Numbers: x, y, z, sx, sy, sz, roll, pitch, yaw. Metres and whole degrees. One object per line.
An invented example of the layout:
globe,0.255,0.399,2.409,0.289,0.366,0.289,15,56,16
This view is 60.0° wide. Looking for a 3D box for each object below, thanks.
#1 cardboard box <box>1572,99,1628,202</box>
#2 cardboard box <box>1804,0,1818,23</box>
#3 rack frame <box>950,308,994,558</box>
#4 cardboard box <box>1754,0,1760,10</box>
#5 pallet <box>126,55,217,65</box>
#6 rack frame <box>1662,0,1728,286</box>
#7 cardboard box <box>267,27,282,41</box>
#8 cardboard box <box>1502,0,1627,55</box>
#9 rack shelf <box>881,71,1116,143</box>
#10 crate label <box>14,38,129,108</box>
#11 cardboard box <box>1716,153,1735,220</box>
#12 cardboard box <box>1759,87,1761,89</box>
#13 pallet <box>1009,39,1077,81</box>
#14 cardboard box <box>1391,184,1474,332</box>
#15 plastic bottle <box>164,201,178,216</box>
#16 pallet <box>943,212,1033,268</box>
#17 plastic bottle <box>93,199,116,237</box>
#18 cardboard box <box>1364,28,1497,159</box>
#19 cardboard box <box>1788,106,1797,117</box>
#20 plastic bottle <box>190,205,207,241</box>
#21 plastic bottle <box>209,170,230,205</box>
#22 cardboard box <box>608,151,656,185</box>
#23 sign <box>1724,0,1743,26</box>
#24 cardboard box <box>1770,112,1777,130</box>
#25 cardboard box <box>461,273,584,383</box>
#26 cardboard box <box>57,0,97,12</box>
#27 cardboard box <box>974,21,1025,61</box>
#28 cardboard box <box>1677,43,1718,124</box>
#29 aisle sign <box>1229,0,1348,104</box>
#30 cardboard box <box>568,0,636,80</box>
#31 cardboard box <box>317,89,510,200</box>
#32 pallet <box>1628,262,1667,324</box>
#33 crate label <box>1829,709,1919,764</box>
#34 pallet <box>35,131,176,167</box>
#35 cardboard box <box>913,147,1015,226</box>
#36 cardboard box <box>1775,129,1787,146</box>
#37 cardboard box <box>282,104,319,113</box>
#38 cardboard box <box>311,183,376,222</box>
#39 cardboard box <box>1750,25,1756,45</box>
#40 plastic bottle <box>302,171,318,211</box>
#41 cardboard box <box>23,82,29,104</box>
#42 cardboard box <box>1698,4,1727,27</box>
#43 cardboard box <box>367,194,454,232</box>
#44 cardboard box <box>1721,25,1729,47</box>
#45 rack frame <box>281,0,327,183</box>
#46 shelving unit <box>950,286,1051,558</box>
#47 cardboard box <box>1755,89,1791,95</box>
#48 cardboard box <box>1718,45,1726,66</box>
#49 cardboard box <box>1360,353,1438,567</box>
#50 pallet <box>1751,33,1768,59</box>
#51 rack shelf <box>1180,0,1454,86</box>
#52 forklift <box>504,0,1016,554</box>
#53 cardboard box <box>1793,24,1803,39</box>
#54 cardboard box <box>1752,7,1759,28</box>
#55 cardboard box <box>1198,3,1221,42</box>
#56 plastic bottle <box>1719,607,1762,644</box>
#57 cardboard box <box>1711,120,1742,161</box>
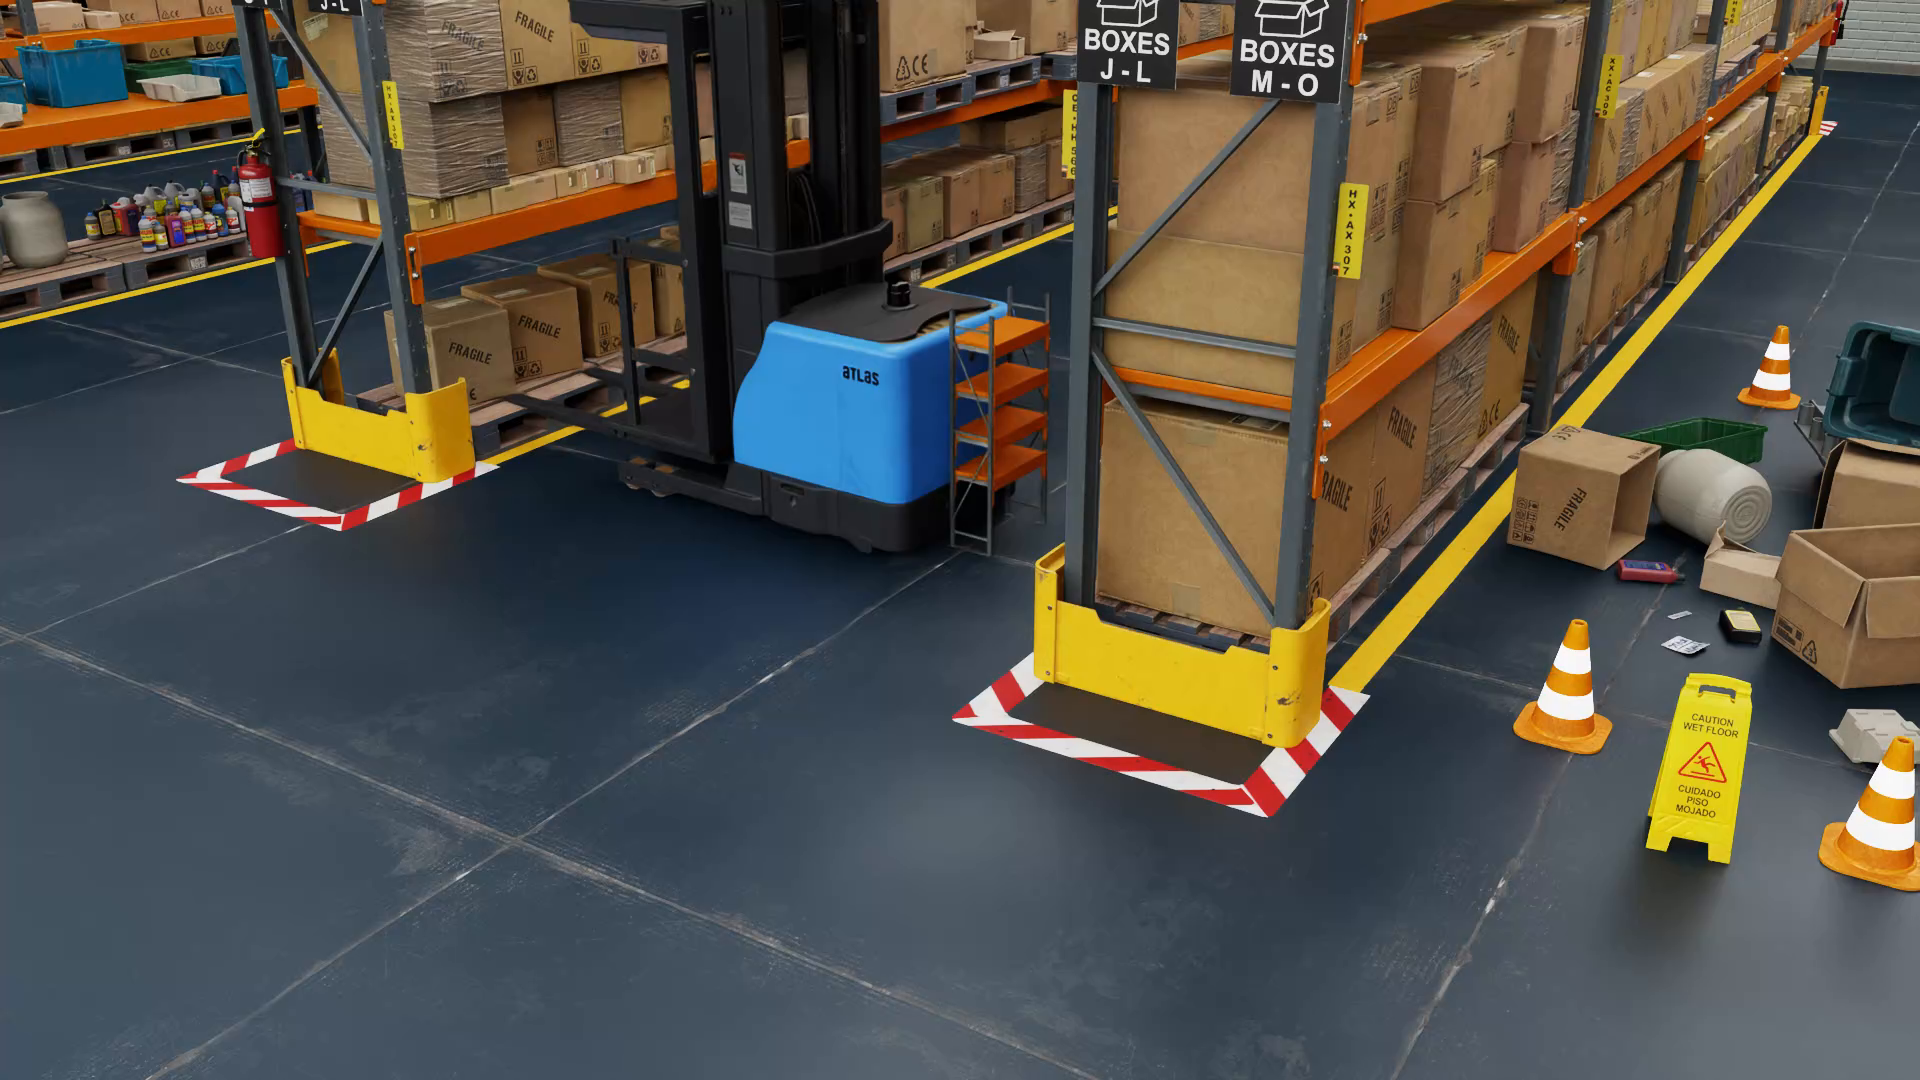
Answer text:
cardboard box,3.498,-2.271,9.593,0.500,0.500,0.500,14,27,30
cardboard box,8.239,-5.431,16.520,0.500,0.500,0.500,13,27,28
rack frame,0.055,-0.495,7.883,0.240,1.200,0.015,16,28,32
cardboard box,6.616,-4.629,14.206,0.380,0.149,0.250,13,27,27
pallet,-11.203,-6.612,23.258,1.003,0.211,1.213,14,27,29
rack frame,5.102,-3.454,12.452,1.000,3.000,0.127,14,27,29
cardboard box,-10.271,-7.650,24.323,0.750,0.750,0.750,15,27,31
cardboard box,3.519,-2.951,9.907,0.700,0.500,0.500,13,27,28
rack shelf,-0.113,-3.522,13.516,1.077,0.370,4.000,14,27,29
crate label,-6.745,-3.559,12.651,0.502,0.435,0.616,14,27,29
cardboard box,6.221,-3.029,14.089,0.500,0.500,0.500,13,27,28
cardboard box,8.714,-5.087,18.537,0.380,0.149,0.250,14,27,30
pallet,0.656,-4.176,14.363,1.213,0.211,1.003,14,27,29
cardboard box,1.713,-1.310,7.312,0.875,0.550,0.550,14,27,29
plastic bottle,-6.451,-2.667,13.603,0.097,0.201,0.097,0,23,0
pallet,-0.116,-2.574,13.930,1.003,0.211,1.213,14,27,29
plastic bottle,-6.844,-2.575,13.289,0.061,0.283,0.133,15,27,30
cardboard box,1.903,-2.007,7.562,0.875,0.550,0.500,14,27,29
cardboard box,8.600,-4.501,17.557,0.380,0.149,0.250,15,28,32
plastic bottle,-6.031,-2.511,13.155,0.097,0.271,0.097,0,23,0
plastic bottle,-6.254,-2.952,14.074,0.144,0.351,0.185,13,26,27
cardboard box,-2.052,-2.244,9.974,0.380,0.149,0.250,14,27,29
sign,5.576,-3.870,11.956,0.100,0.325,0.005,14,27,29
cardboard box,7.766,-4.115,16.290,0.380,0.149,0.250,15,28,31
cardboard box,-2.648,-1.289,10.069,0.500,0.500,0.500,-20,31,-39
cardboard box,-9.274,-5.528,17.413,0.396,0.266,0.258,13,27,28
cardboard box,0.292,-4.039,13.444,0.396,0.266,0.258,13,27,27
cardboard box,5.093,-3.291,11.951,0.500,0.500,0.500,14,27,29
aisle sign,1.100,-1.860,5.498,0.394,0.787,0.004,14,27,29
cardboard box,-2.224,-2.933,9.491,0.500,0.500,0.500,14,27,29
cardboard box,-2.965,-2.189,9.031,0.875,0.500,0.500,14,27,29
pallet,4.622,-1.924,12.428,1.003,0.211,1.213,14,27,29
crate label,3.512,0.752,6.341,0.250,0.136,0.298,1,23,2
pallet,-9.227,-4.232,17.759,1.003,0.211,1.213,14,27,29
cardboard box,0.030,-2.969,13.925,0.700,0.500,0.500,16,28,33
cardboard box,8.327,-4.190,17.213,0.380,0.149,0.250,13,27,28
cardboard box,-7.811,-5.132,19.261,0.500,0.250,0.500,14,27,28
cardboard box,-3.303,-1.851,9.067,0.380,0.149,0.250,14,27,29
cardboard box,6.627,-4.354,14.321,0.380,0.149,0.250,13,26,27
plastic bottle,-5.471,-2.924,14.008,0.144,0.351,0.185,13,27,28
cardboard box,-9.612,-4.639,17.418,0.500,0.311,0.500,14,27,29
cardboard box,5.783,-4.093,12.967,0.380,0.149,0.250,14,27,29
cardboard box,-2.925,-1.758,8.852,0.380,0.149,0.250,14,27,29
cardboard box,5.807,-3.971,13.061,0.380,0.149,0.250,13,27,27
rack frame,-5.376,-4.215,14.211,1.000,3.000,0.127,14,27,29
shelving unit,0.194,-0.574,8.067,0.258,1.200,0.503,16,28,32
cardboard box,8.530,-4.650,17.528,0.380,0.149,0.250,13,27,27
cardboard box,5.793,-3.821,13.089,0.380,0.149,0.250,15,28,32
cardboard box,1.646,-0.511,7.801,0.875,0.875,0.875,13,27,28
pallet,6.685,-4.488,15.083,1.003,0.211,1.213,14,27,29
rack shelf,1.937,-2.475,7.321,1.077,0.370,4.000,14,27,29
forklift,-1.207,-1.723,8.541,3.031,2.935,1.130,16,28,32
cardboard box,8.146,-5.081,16.528,0.380,0.149,0.250,14,27,30
cardboard box,6.620,-4.489,14.257,0.380,0.149,0.250,12,26,26
cardboard box,2.232,-5.197,16.352,0.500,0.500,0.500,14,27,29
plastic bottle,3.431,0.366,7.328,0.133,0.061,0.283,5,24,11
cardboard box,6.211,-3.361,13.912,0.500,0.250,0.500,14,27,29
